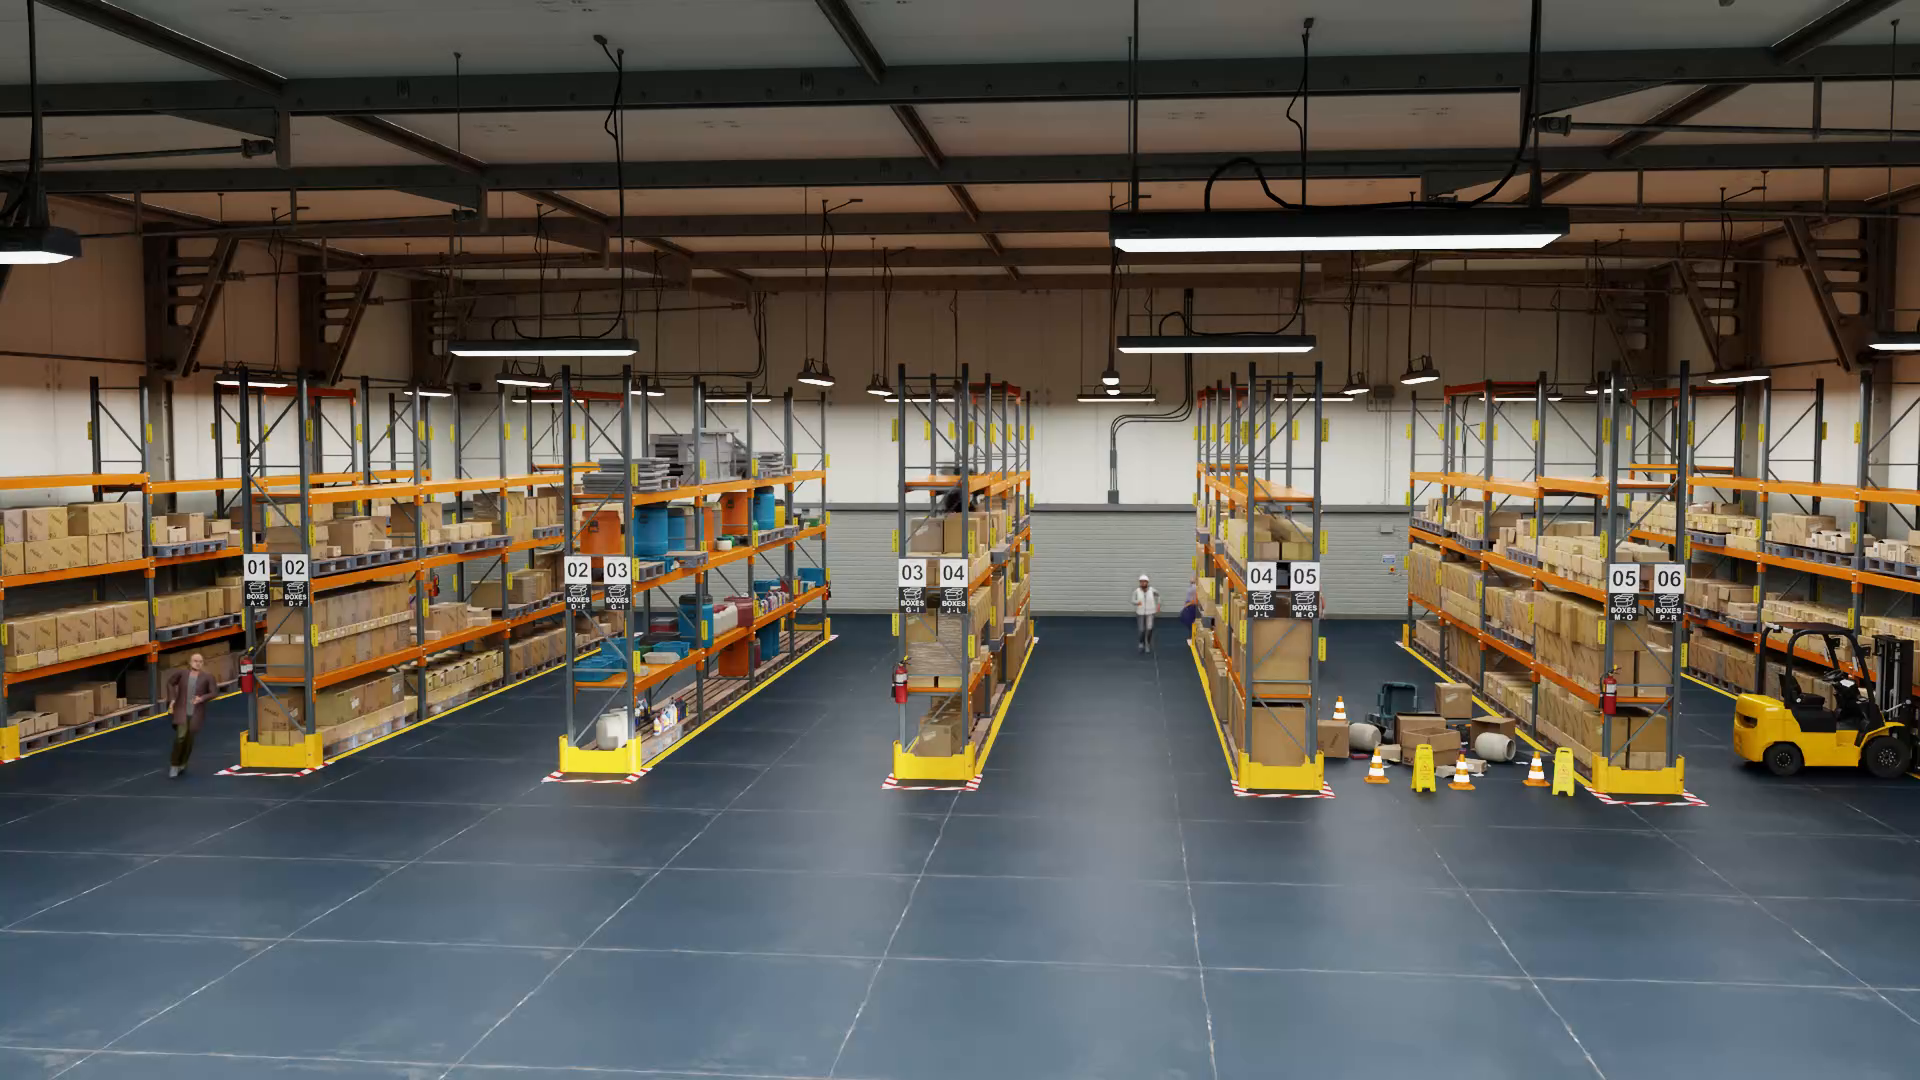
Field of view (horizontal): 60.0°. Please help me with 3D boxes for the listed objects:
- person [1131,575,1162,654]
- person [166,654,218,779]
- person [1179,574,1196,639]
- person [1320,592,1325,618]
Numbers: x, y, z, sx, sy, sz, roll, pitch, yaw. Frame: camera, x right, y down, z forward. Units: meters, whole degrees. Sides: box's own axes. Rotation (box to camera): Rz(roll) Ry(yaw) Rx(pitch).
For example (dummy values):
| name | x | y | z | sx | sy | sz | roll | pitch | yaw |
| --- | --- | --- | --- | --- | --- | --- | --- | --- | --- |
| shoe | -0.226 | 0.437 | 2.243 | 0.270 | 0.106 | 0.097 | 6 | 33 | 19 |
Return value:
| name | x | y | z | sx | sy | sz | roll | pitch | yaw |
| --- | --- | --- | --- | --- | --- | --- | --- | --- | --- |
| person | 4.239 | 1.688 | 37.870 | 0.662 | 1.785 | 0.872 | 1 | 4 | 12 |
| person | -11.282 | 2.575 | 24.435 | 0.693 | 1.807 | 0.734 | -2 | 4 | -28 |
| person | 5.628 | 1.647 | 40.398 | 0.516 | 1.621 | 0.619 | -1 | 4 | -12 |
| person | 7.745 | 1.734 | 36.980 | 0.687 | 1.789 | 1.045 | 0 | 4 | 3 |
